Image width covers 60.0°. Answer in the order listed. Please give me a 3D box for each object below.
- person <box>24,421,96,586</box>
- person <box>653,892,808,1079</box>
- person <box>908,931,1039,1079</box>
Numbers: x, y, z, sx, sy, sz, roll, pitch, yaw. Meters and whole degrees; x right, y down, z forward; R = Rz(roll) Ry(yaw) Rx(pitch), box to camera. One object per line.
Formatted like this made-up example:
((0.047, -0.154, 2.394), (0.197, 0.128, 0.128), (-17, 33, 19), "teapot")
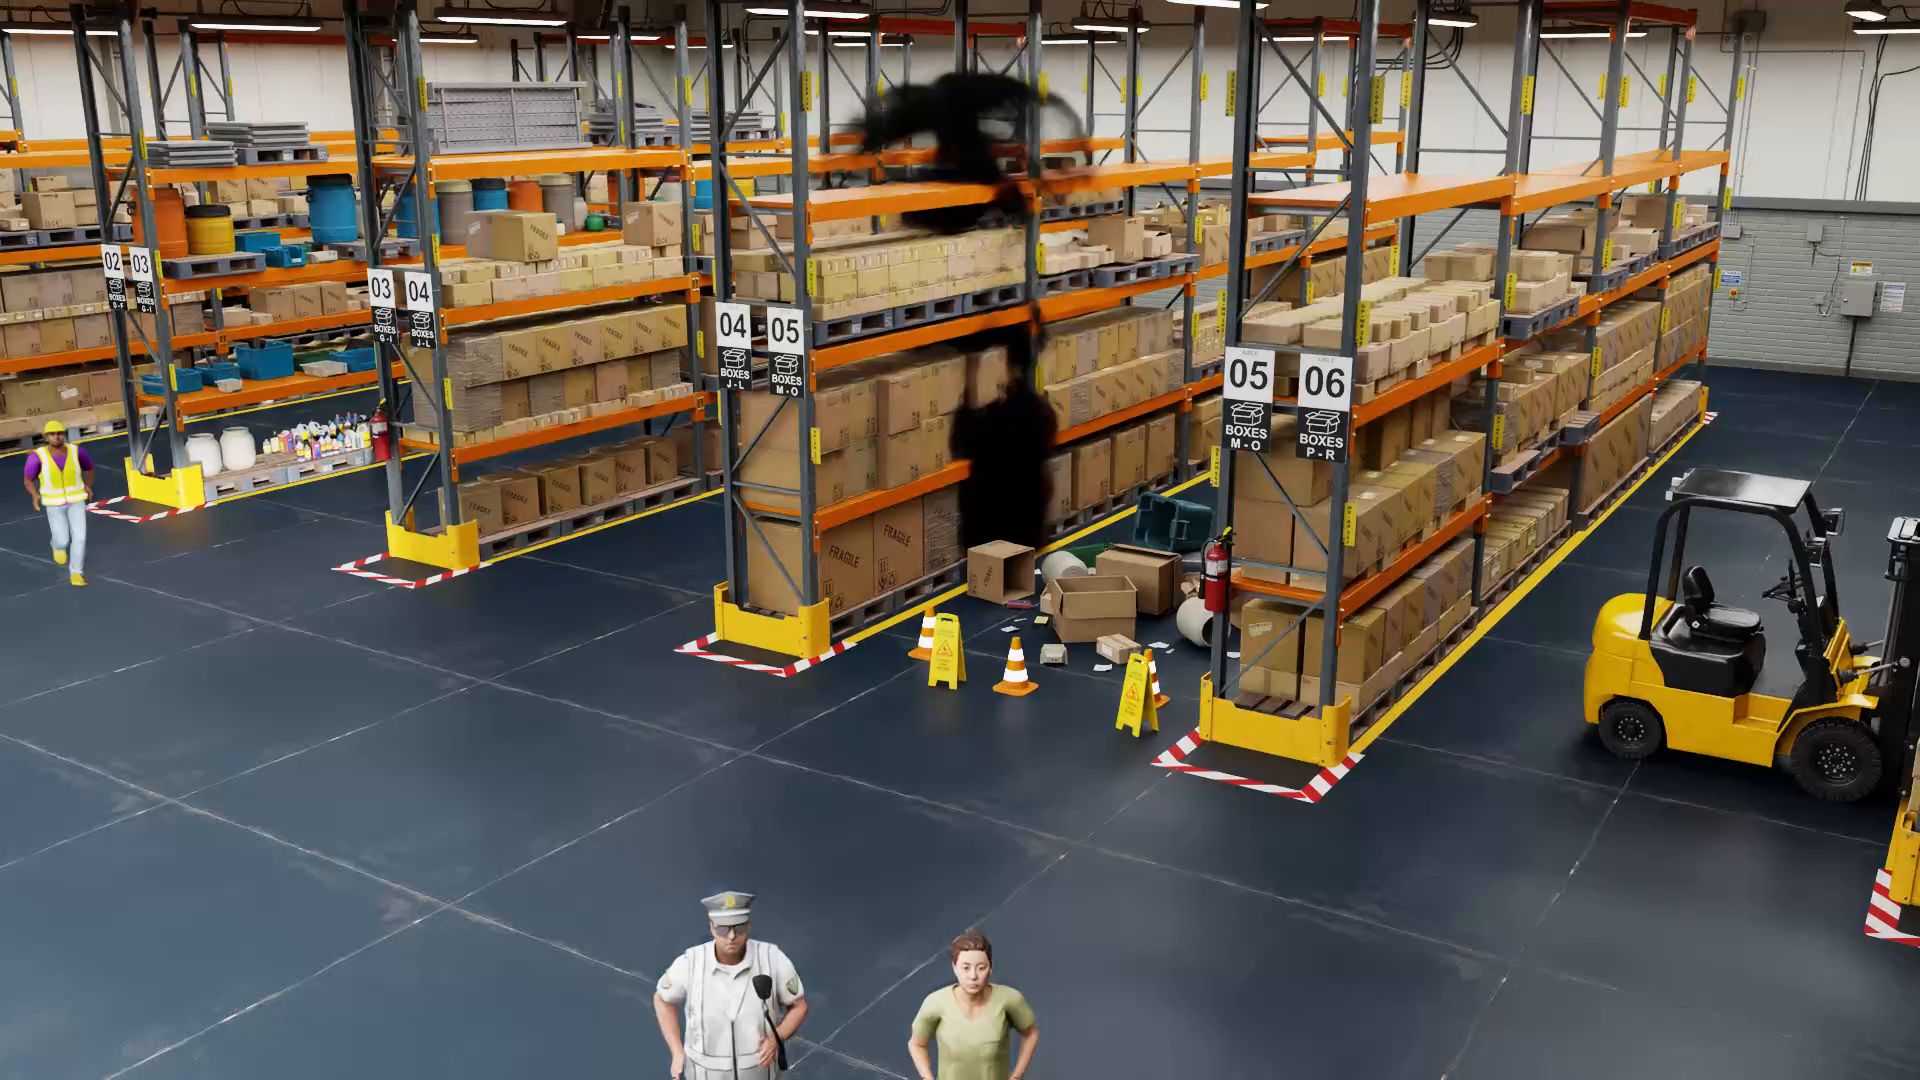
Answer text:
((-9.438, -0.450, 17.520), (0.684, 1.657, 0.602), (-11, 19, -34), "person")
((-1.010, 2.362, 7.448), (0.676, 1.751, 0.886), (-3, 16, -12), "person")
((0.058, 2.474, 7.294), (0.577, 1.620, 0.563), (0, 16, 1), "person")
